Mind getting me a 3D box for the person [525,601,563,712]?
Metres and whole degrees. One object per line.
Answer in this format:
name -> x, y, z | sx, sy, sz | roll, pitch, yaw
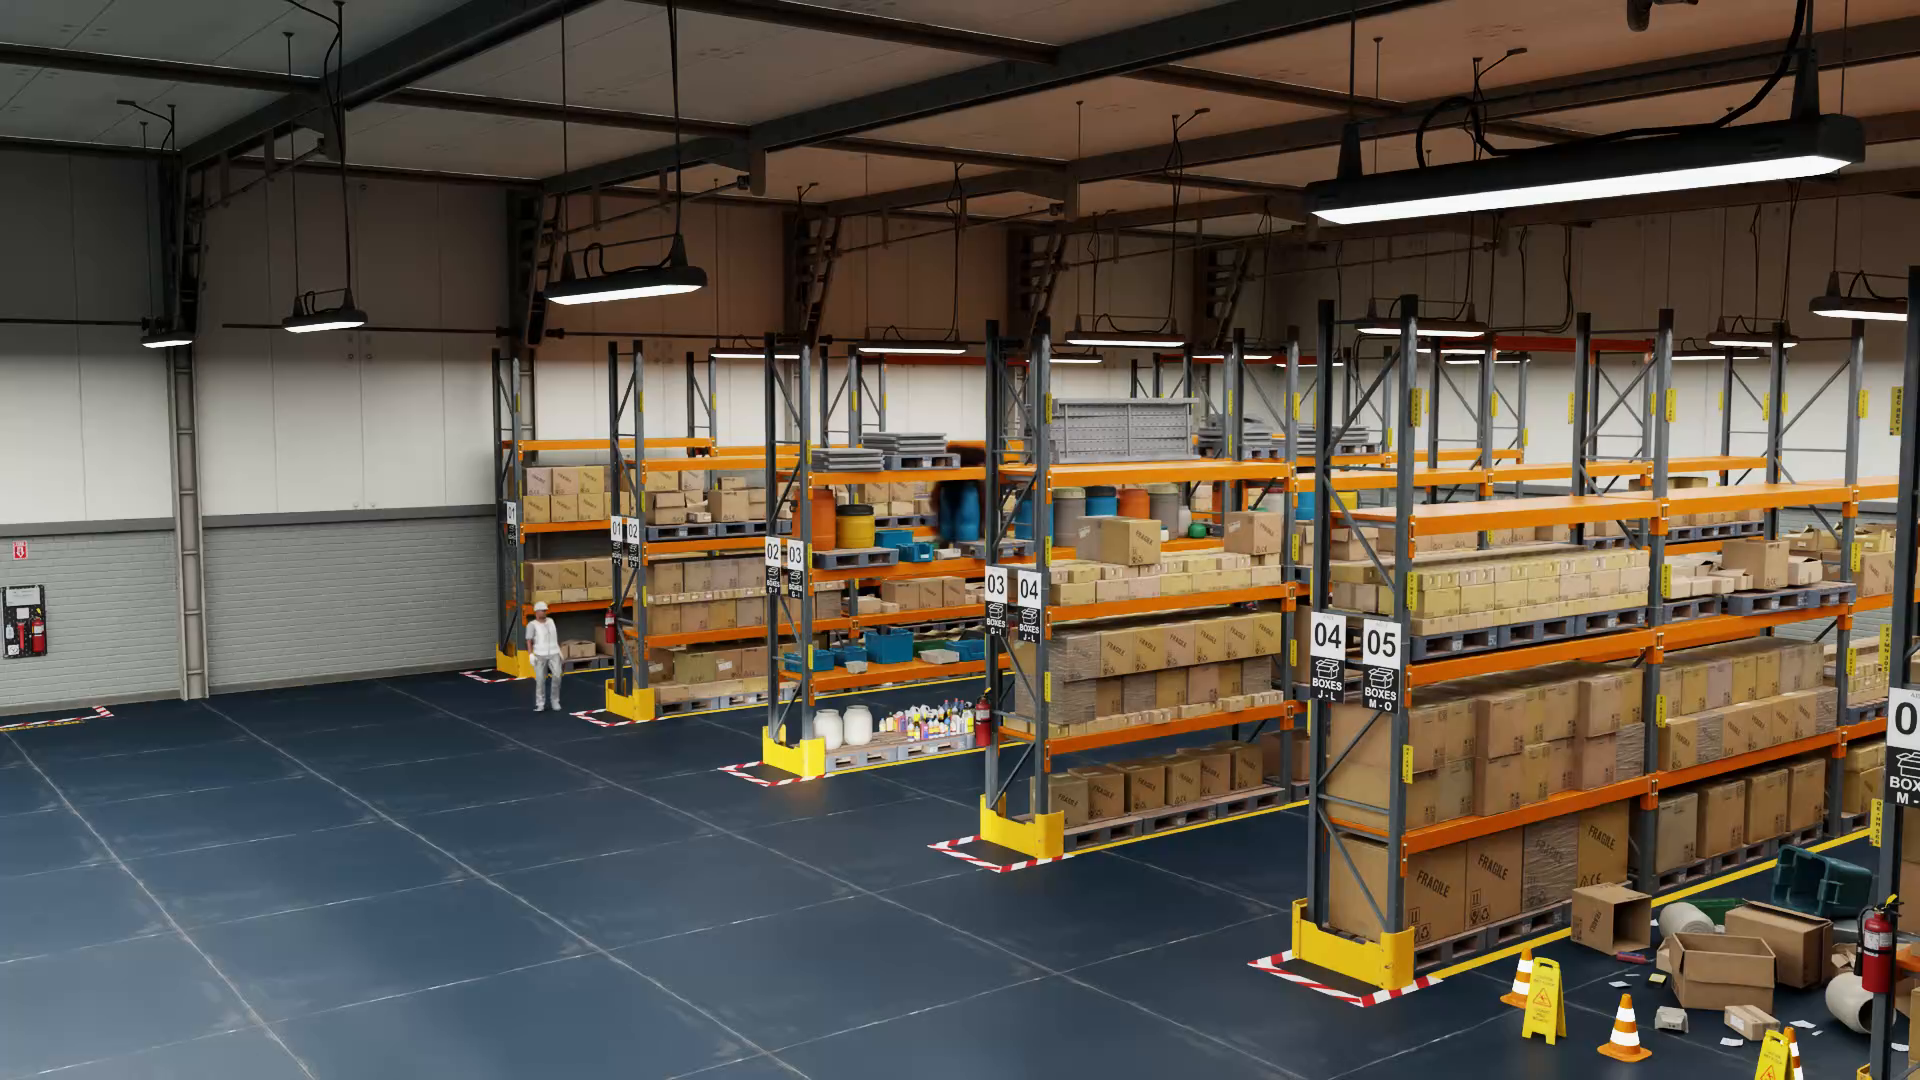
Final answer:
person -> -6.749, 1.900, 27.097 | 0.647, 1.790, 0.623 | -2, 6, -25
